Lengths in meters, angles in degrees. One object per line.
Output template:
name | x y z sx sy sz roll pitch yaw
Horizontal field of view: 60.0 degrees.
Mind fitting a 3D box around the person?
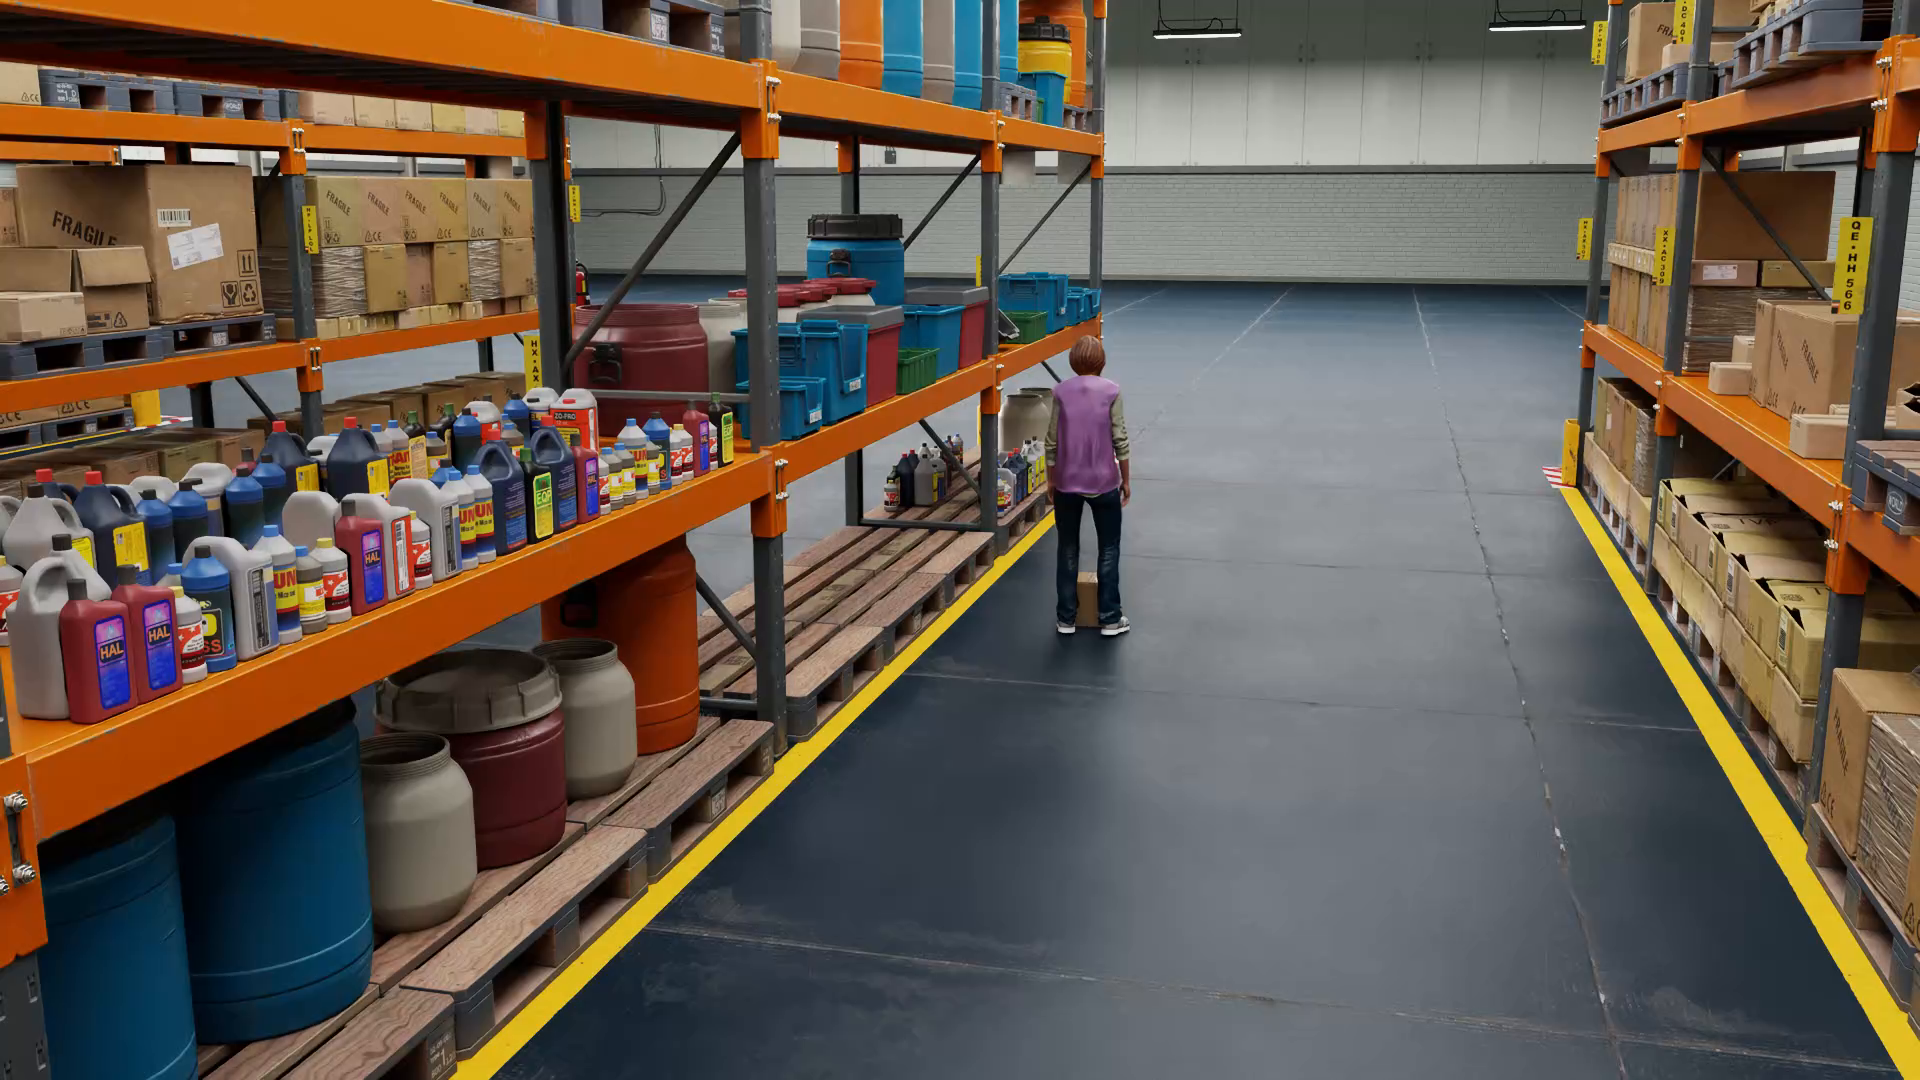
person | 0.676 -0.281 8.836 0.459 1.593 0.347 3 12 14
